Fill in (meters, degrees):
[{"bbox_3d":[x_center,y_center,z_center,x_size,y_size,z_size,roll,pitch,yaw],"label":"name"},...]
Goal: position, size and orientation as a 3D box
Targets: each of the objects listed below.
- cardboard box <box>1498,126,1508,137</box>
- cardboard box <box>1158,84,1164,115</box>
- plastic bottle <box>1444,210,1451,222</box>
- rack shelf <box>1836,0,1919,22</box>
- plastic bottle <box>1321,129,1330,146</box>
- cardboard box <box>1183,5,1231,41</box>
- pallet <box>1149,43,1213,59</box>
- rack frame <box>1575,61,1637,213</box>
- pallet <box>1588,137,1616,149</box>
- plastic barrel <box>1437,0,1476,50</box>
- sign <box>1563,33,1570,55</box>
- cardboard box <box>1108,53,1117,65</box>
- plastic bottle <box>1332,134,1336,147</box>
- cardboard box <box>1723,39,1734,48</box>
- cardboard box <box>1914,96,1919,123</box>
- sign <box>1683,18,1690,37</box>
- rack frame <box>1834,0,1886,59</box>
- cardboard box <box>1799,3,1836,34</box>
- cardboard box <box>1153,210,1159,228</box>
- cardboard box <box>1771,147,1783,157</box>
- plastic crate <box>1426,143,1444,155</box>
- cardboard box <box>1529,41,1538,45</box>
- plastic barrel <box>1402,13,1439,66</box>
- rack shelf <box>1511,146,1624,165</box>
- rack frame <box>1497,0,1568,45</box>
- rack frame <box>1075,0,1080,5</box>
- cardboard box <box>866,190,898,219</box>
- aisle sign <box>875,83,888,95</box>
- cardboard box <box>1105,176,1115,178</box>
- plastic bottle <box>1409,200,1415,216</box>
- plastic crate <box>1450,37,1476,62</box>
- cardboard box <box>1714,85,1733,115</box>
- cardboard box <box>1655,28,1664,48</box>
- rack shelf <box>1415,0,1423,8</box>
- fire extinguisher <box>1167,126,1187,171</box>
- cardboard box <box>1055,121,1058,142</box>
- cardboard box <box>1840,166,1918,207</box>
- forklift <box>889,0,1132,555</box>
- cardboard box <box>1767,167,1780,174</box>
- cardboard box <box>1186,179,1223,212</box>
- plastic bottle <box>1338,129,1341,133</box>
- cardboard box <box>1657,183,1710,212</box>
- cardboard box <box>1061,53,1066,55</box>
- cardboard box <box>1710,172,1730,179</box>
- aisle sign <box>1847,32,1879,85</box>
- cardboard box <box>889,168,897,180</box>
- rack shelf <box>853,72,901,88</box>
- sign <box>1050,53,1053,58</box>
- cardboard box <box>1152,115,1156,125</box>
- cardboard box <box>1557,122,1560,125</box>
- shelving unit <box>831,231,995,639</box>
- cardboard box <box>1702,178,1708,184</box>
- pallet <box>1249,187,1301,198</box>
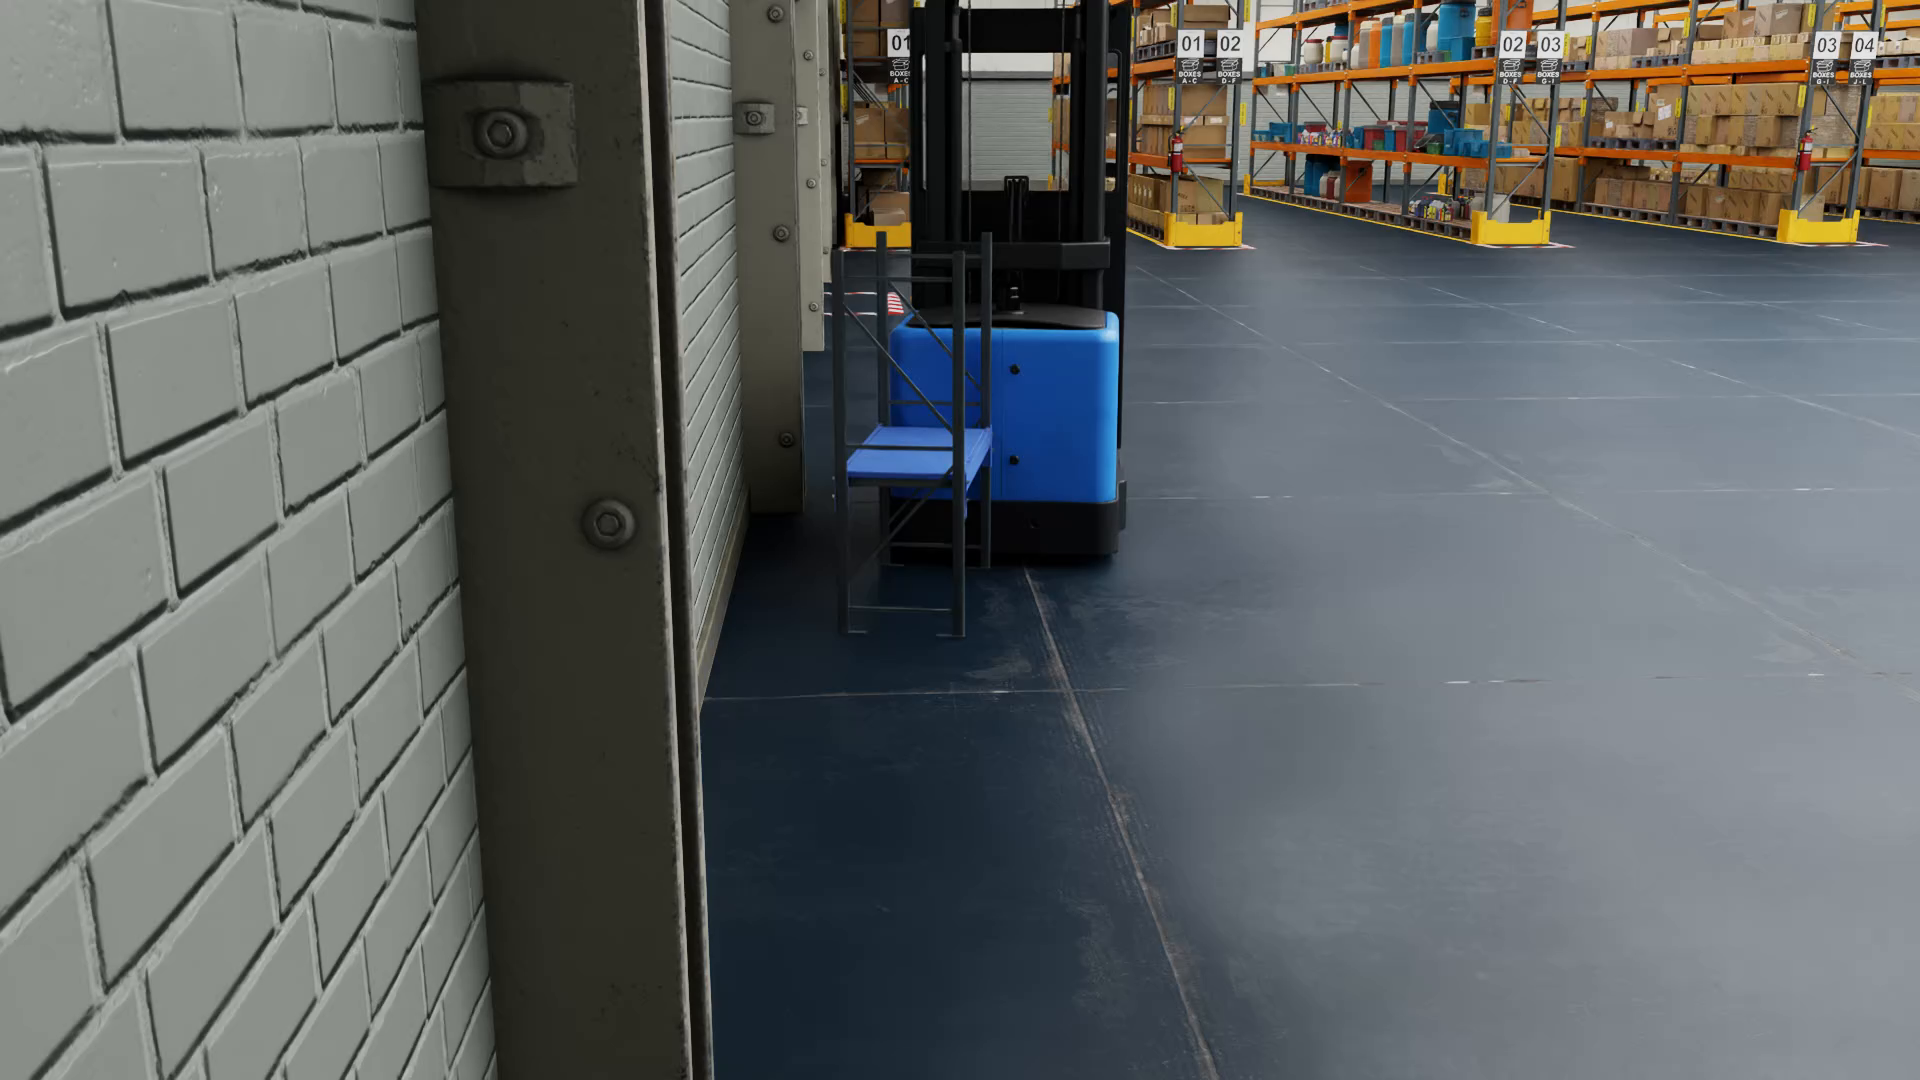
[{"bbox_3d":[12.618,-9.350,38.052,0.500,0.250,0.500,-1,14,-4],"label":"cardboard box"},{"bbox_3d":[3.642,-7.224,27.278,0.700,0.500,0.500,-1,14,-3],"label":"cardboard box"},{"bbox_3d":[8.156,-5.420,27.806,0.097,0.201,0.097,0,14,0],"label":"plastic bottle"},{"bbox_3d":[18.235,-10.096,31.452,1.077,0.370,4.000,-1,14,-3],"label":"rack shelf"},{"bbox_3d":[7.721,-8.497,35.129,0.144,0.351,0.185,-1,14,-3],"label":"plastic bottle"},{"bbox_3d":[3.732,-7.954,25.569,0.797,0.503,0.637,0,14,0],"label":"cardboard box"},{"bbox_3d":[3.666,-7.927,26.974,1.003,0.211,1.213,-1,14,-3],"label":"pallet"},{"bbox_3d":[13.155,-8.178,33.793,1.000,3.000,0.127,-1,14,-3],"label":"rack frame"},{"bbox_3d":[13.305,-7.910,33.135,1.213,0.211,1.003,-1,14,-3],"label":"pallet"},{"bbox_3d":[8.414,-8.757,28.173,0.600,0.901,0.708,-1,14,-3],"label":"plastic barrel"},{"bbox_3d":[9.256,-7.577,25.417,0.100,0.325,0.005,-1,14,-3],"label":"sign"},{"bbox_3d":[3.207,-9.636,33.236,0.910,0.500,0.500,-1,14,-3],"label":"cardboard box"},{"bbox_3d":[7.745,-8.269,34.401,0.097,0.271,0.097,0,14,0],"label":"plastic bottle"},{"bbox_3d":[13.183,-8.410,28.175,0.380,0.149,0.250,-1,14,-4],"label":"cardboard box"},{"bbox_3d":[18.289,-8.019,30.966,0.700,0.500,0.500,-1,14,-4],"label":"cardboard box"},{"bbox_3d":[12.849,-9.068,29.403,0.100,0.325,0.005,-1,14,-3],"label":"sign"},{"bbox_3d":[18.112,-11.135,33.246,1.000,3.000,0.127,-1,14,-3],"label":"rack frame"},{"bbox_3d":[13.828,-8.450,27.026,0.500,0.500,0.500,-1,14,-4],"label":"cardboard box"},{"bbox_3d":[3.392,-5.162,26.743,0.500,0.250,0.500,-1,14,-3],"label":"cardboard box"},{"bbox_3d":[13.345,-6.258,26.835,0.380,0.149,0.250,-1,14,-3],"label":"cardboard box"},{"bbox_3d":[8.262,-6.663,28.327,0.450,0.188,0.662,-1,14,-3],"label":"plastic crate"},{"bbox_3d":[12.953,-10.734,36.661,0.700,0.500,0.500,-1,14,-2],"label":"cardboard box"},{"bbox_3d":[8.211,-8.926,29.672,0.600,0.901,0.708,-1,14,-3],"label":"plastic barrel"},{"bbox_3d":[13.031,-8.328,35.816,1.077,0.370,4.000,-1,14,-3],"label":"rack shelf"},{"bbox_3d":[8.707,-9.018,25.016,1.000,3.000,0.127,-1,14,-3],"label":"rack frame"},{"bbox_3d":[3.019,-11.927,36.321,1.000,3.000,0.127,-1,14,-3],"label":"rack frame"},{"bbox_3d":[-1.325,-5.699,28.291,0.500,0.500,0.500,-2,15,-8],"label":"cardboard box"},{"bbox_3d":[-1.877,-11.220,40.398,0.394,0.787,0.004,-1,14,-3],"label":"aisle sign"},{"bbox_3d":[3.007,-7.035,32.899,0.500,0.311,0.500,0,14,-2],"label":"cardboard box"},{"bbox_3d":[8.041,-5.913,29.580,0.097,0.271,0.097,0,14,0],"label":"plastic bottle"},{"bbox_3d":[8.288,-8.027,27.217,0.392,0.384,0.575,-1,14,-3],"label":"plastic crate"},{"bbox_3d":[13.240,-7.496,28.336,0.500,0.500,0.500,-1,14,-3],"label":"cardboard box"},{"bbox_3d":[13.492,-9.556,31.924,0.500,0.500,0.500,-1,14,-2],"label":"cardboard box"},{"bbox_3d":[8.583,-8.973,27.088,1.077,0.370,4.000,-1,14,-3],"label":"rack shelf"},{"bbox_3d":[3.307,-5.963,25.337,0.296,0.674,0.183,-1,14,-3],"label":"fire extinguisher"},{"bbox_3d":[2.573,-9.822,39.980,0.500,0.500,0.500,-1,14,-4],"label":"cardboard box"},{"bbox_3d":[18.117,-6.974,32.782,1.050,0.750,0.750,-1,14,-3],"label":"cardboard box"},{"bbox_3d":[0.318,-1.666,8.621,1.130,2.935,3.031,1,14,5],"label":"forklift"},{"bbox_3d":[17.750,-8.004,35.784,0.500,0.250,0.500,-1,14,-2],"label":"cardboard box"},{"bbox_3d":[3.919,-5.533,26.681,0.500,0.500,0.500,-1,14,-3],"label":"cardboard box"},{"bbox_3d":[8.347,-8.849,36.500,0.144,0.351,0.185,-1,14,-3],"label":"plastic bottle"},{"bbox_3d":[13.386,-6.339,30.778,0.700,0.500,0.500,-2,15,-8],"label":"cardboard box"},{"bbox_3d":[2.766,-11.748,39.440,0.700,0.500,0.500,-1,14,-3],"label":"cardboard box"},{"bbox_3d":[17.582,-8.420,38.417,0.380,0.149,0.250,0,14,-2],"label":"cardboard box"},{"bbox_3d":[13.954,-7.437,25.695,0.394,0.787,0.004,-1,14,-3],"label":"aisle sign"},{"bbox_3d":[-1.591,-7.296,33.836,0.750,0.750,0.750,-1,14,-4],"label":"cardboard box"},{"bbox_3d":[-1.553,-8.556,30.684,1.077,0.370,4.000,-1,14,-3],"label":"rack shelf"},{"bbox_3d":[2.230,-11.884,40.420,0.100,0.325,0.005,-1,14,-3],"label":"sign"},{"bbox_3d":[3.422,-7.004,27.726,0.380,0.149,0.250,-1,14,-5],"label":"cardboard box"},{"bbox_3d":[12.817,-8.599,35.227,0.500,0.500,0.500,-1,14,-5],"label":"cardboard box"},{"bbox_3d":[-0.172,-0.475,6.863,0.538,1.500,1.048,2,15,7],"label":"shelving unit"},{"bbox_3d":[17.498,-8.332,38.671,0.380,0.149,0.250,-2,15,-6],"label":"cardboard box"},{"bbox_3d":[7.728,-8.535,40.777,1.003,0.211,1.213,-1,14,-3],"label":"pallet"}]
